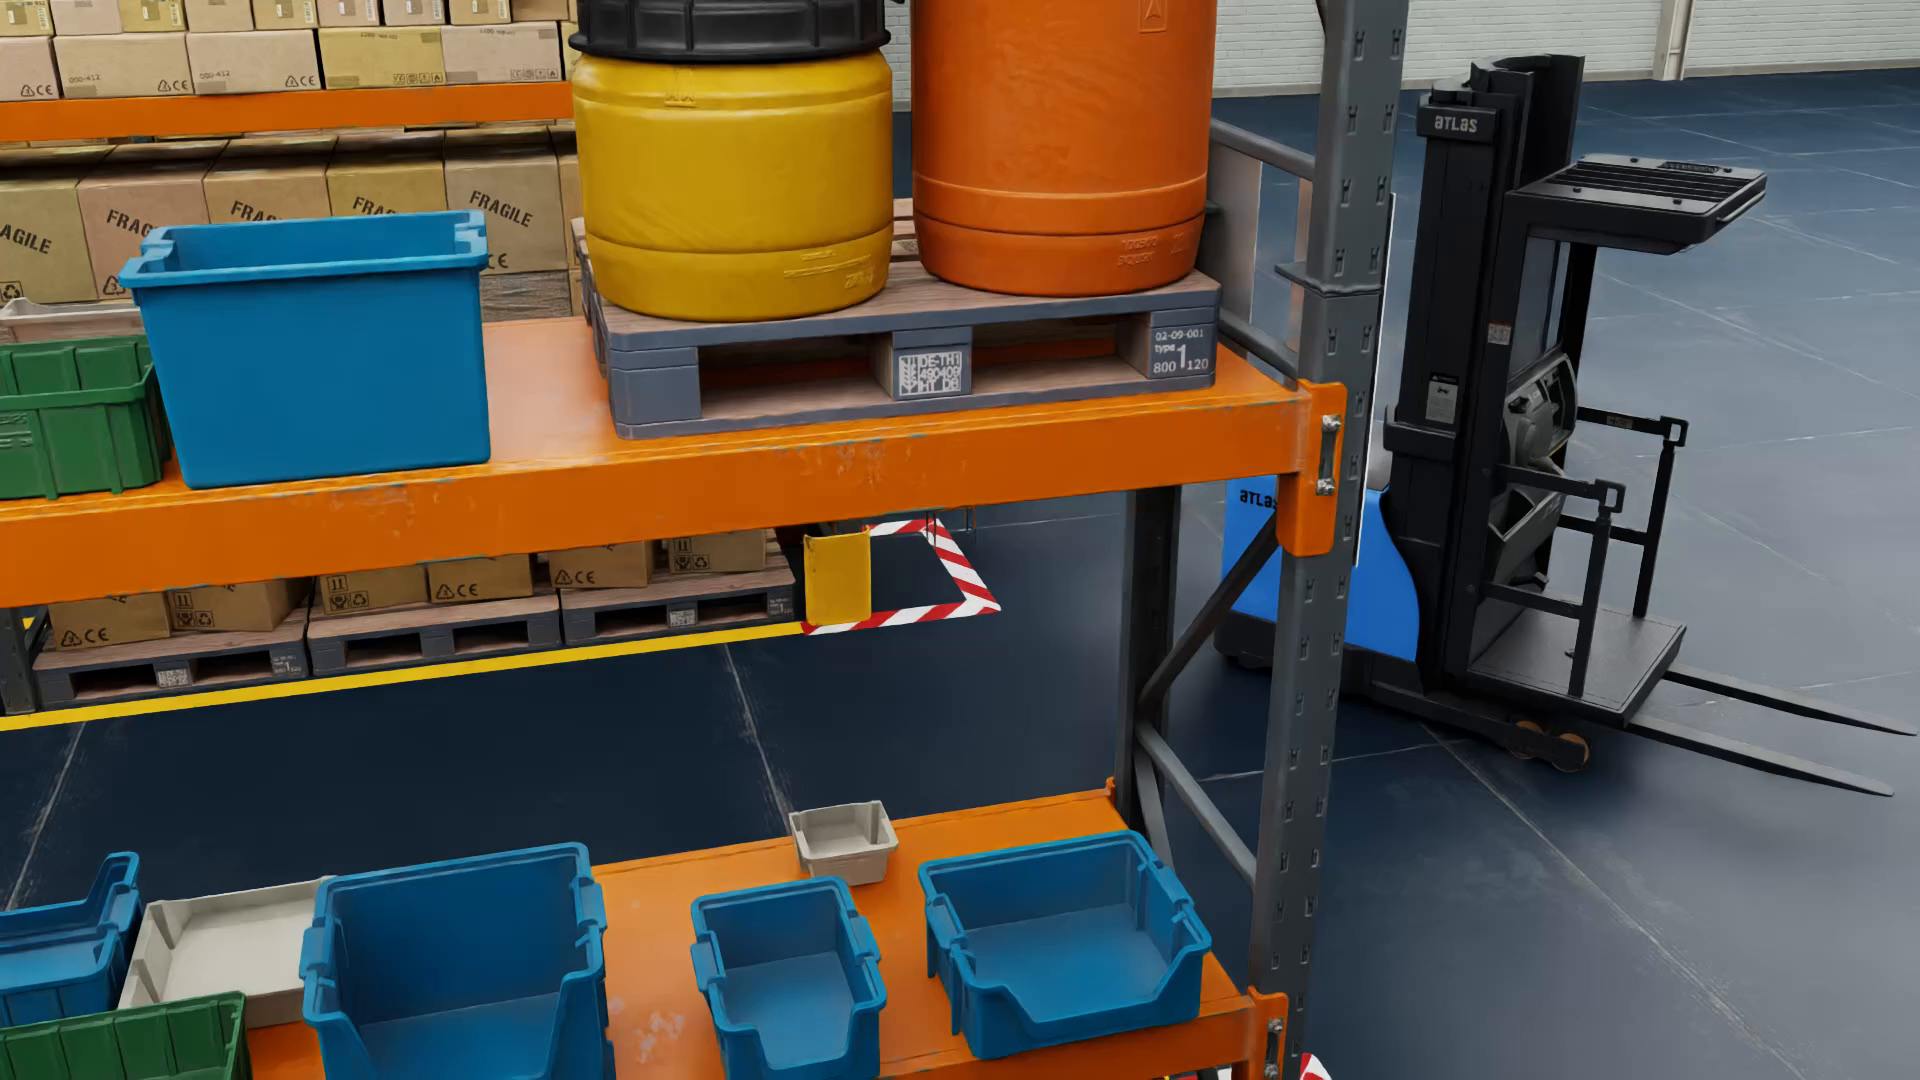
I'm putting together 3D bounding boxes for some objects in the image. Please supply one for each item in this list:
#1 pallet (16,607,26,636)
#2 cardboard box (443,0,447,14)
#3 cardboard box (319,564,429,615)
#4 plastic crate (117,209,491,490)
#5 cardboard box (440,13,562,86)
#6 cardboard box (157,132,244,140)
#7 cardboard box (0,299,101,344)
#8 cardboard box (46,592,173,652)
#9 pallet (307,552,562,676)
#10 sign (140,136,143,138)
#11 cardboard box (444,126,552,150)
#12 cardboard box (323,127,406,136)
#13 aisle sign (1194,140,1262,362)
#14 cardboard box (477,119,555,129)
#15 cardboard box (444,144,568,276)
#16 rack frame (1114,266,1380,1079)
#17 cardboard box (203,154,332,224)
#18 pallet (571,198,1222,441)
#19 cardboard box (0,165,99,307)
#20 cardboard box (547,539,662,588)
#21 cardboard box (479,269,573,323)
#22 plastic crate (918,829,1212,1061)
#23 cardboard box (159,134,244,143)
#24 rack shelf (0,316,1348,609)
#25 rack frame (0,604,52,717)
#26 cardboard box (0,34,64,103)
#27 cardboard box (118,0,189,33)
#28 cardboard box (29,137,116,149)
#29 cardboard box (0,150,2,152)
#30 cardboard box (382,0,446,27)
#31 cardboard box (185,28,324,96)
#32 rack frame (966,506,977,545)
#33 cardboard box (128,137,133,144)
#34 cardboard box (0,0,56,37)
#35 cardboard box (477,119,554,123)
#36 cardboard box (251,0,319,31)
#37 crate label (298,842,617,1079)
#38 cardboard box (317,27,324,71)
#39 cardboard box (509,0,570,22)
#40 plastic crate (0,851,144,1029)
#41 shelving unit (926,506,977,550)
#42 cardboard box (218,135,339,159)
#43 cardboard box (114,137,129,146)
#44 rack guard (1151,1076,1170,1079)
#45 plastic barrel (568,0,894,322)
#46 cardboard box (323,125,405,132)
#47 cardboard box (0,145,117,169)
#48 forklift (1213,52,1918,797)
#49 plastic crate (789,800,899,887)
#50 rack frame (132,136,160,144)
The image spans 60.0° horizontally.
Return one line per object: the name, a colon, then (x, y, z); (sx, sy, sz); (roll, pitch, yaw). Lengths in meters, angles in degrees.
pallet: (-5.303, 0.622, 8.033); (1.213, 0.211, 1.003); (-6, 24, -14)
cardboard box: (-2.520, -2.551, 7.771); (0.250, 0.149, 0.380); (-7, 24, -15)
cardboard box: (-3.032, 0.025, 8.525); (0.500, 0.500, 0.500); (-9, 25, -19)
plastic crate: (-1.120, -0.343, 2.961); (0.575, 0.384, 0.392); (-6, 24, -14)
cardboard box: (-2.074, -2.225, 7.518); (0.500, 0.250, 0.500); (-6, 24, -13)
cardboard box: (-5.432, -3.229, 11.910); (0.550, 0.550, 0.875); (-6, 24, -14)
cardboard box: (-4.104, -0.950, 7.657); (0.500, 0.500, 0.875); (-6, 24, -14)
cardboard box: (-4.158, 0.185, 8.152); (0.500, 0.500, 0.500); (-7, 24, -16)
pallet: (-2.740, 0.322, 8.732); (1.213, 0.211, 1.003); (-6, 24, -14)
sign: (-5.641, -2.928, 11.401); (0.005, 0.325, 0.100); (-6, 24, -14)
cardboard box: (-2.270, -1.752, 8.257); (0.500, 0.500, 0.500); (-6, 24, -14)
cardboard box: (-4.369, -2.830, 12.351); (0.550, 0.550, 0.875); (-6, 24, -14)
aisle sign: (0.625, -0.602, 4.053); (0.004, 0.787, 0.394); (-6, 24, -14)
cardboard box: (-3.387, -2.997, 12.739); (0.550, 0.550, 0.875); (-6, 24, -14)
cardboard box: (-2.128, -1.551, 7.789); (0.500, 0.500, 0.500); (-6, 24, -14)
rack frame: (0.635, 0.711, 4.289); (0.127, 3.000, 1.000); (-6, 24, -14)
cardboard box: (-3.090, -1.444, 7.538); (0.500, 0.500, 0.500); (-6, 24, -14)
pallet: (-0.188, -0.530, 3.616); (1.213, 0.211, 1.003); (-6, 24, -14)
cardboard box: (-4.052, -1.337, 7.289); (0.500, 0.500, 0.500); (-6, 24, -14)
cardboard box: (-1.875, -0.077, 8.762); (0.500, 0.500, 0.500); (0, 23, 0)
cardboard box: (-2.182, -1.168, 8.164); (0.500, 0.500, 0.875); (-6, 24, -14)
plastic crate: (0.234, 0.946, 3.929); (0.616, 0.251, 0.499); (-6, 24, -14)
cardboard box: (-5.445, -2.750, 12.164); (0.550, 0.550, 0.875); (-6, 24, -14)
rack shelf: (-1.291, -0.124, 3.343); (4.000, 0.370, 1.077); (-6, 24, -14)
rack frame: (-4.554, -0.743, 7.678); (0.127, 3.000, 1.000); (-6, 24, -14)
cardboard box: (-4.052, -2.003, 7.001); (0.500, 0.250, 0.500); (-7, 24, -16)
cardboard box: (-3.428, -2.271, 7.120); (0.250, 0.149, 0.380); (-6, 24, -13)
cardboard box: (-6.273, -3.087, 11.747); (0.500, 0.500, 0.700); (-7, 24, -15)
cardboard box: (-6.713, -2.472, 11.581); (0.500, 0.500, 0.500); (-7, 24, -15)
cardboard box: (-2.417, -2.367, 7.342); (0.250, 0.149, 0.380); (-8, 24, -17)
cardboard box: (-3.062, -2.111, 7.251); (0.500, 0.250, 0.500); (-7, 24, -16)
rack frame: (0.066, -0.490, 9.560); (0.008, 1.050, 0.200); (-6, 24, -14)
cardboard box: (-10.547, -5.271, 20.709); (0.625, 0.625, 0.875); (-7, 24, -17)
cardboard box: (-3.920, -2.208, 6.972); (0.250, 0.149, 0.380); (-8, 24, -17)
cardboard box: (-3.394, -3.502, 12.548); (0.550, 0.550, 0.875); (-6, 24, -14)
cardboard box: (-2.913, -2.307, 7.203); (0.250, 0.149, 0.380); (-7, 24, -15)
crate label: (-1.064, 0.994, 3.585); (0.616, 0.435, 0.502); (-6, 24, -14)
cardboard box: (-3.191, -2.308, 7.712); (0.500, 0.250, 0.500); (-6, 24, -15)
cardboard box: (-1.909, -2.445, 7.525); (0.250, 0.149, 0.380); (-6, 24, -14)
plastic crate: (-2.224, 0.985, 3.840); (0.616, 0.251, 0.499); (-6, 24, -14)
shelving unit: (-0.051, -0.477, 9.530); (0.252, 1.050, 0.215); (-6, 24, -14)
cardboard box: (-3.232, -1.644, 8.006); (0.500, 0.500, 0.500); (-6, 24, -14)
cardboard box: (-6.376, -2.729, 12.180); (0.500, 0.500, 0.500); (-6, 24, -14)
rack guard: (0.575, 1.886, 4.721); (0.348, 0.500, 1.175); (-6, 24, -14)
plastic barrel: (-0.428, -0.777, 3.182); (0.600, 0.588, 0.600); (0, 23, 0)
cardboard box: (-4.377, -3.337, 12.162); (0.550, 0.550, 0.875); (-6, 24, -14)
cardboard box: (-4.195, -1.538, 7.758); (0.500, 0.500, 0.500); (-6, 24, -14)
forklift: (2.760, -0.558, 7.333); (3.031, 2.935, 1.130); (16, 28, 33)
plastic crate: (-0.313, 0.805, 4.403); (0.250, 0.136, 0.298); (-6, 24, -14)
rack frame: (-5.797, -2.637, 12.092); (0.127, 3.000, 1.000); (-6, 24, -14)
